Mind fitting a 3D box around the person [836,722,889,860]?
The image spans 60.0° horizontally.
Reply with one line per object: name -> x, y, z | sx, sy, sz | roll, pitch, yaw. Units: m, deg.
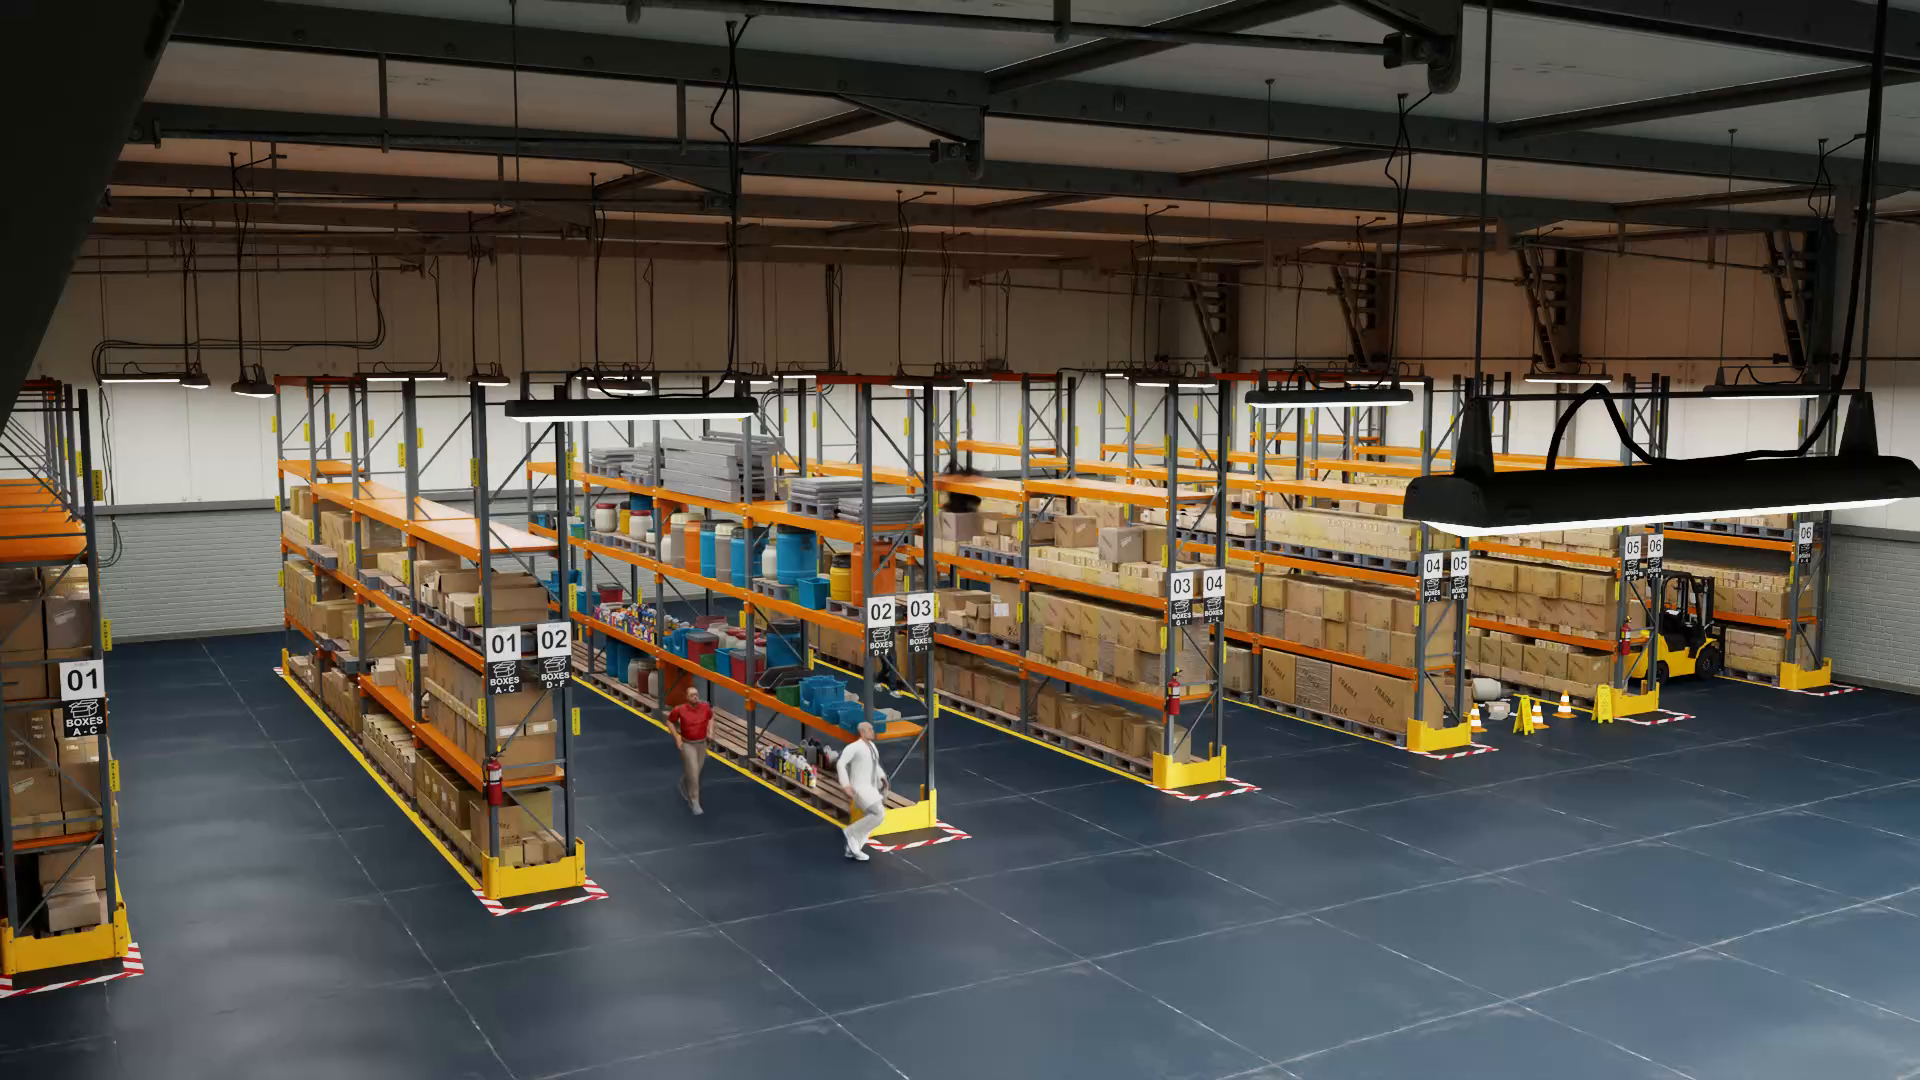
person -> -1.168, 3.171, 21.134 | 0.591, 1.700, 0.726 | 3, 7, 23

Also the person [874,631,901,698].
person -> -1.287, 1.994, 29.762 | 0.539, 1.599, 0.754 | -5, 8, -36

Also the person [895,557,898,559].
person -> -1.759, 1.031, 40.471 | 0.727, 1.806, 0.781 | 2, 6, 16

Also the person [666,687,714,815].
person -> -3.775, 2.916, 23.409 | 0.657, 1.760, 0.870 | -5, 8, -37
